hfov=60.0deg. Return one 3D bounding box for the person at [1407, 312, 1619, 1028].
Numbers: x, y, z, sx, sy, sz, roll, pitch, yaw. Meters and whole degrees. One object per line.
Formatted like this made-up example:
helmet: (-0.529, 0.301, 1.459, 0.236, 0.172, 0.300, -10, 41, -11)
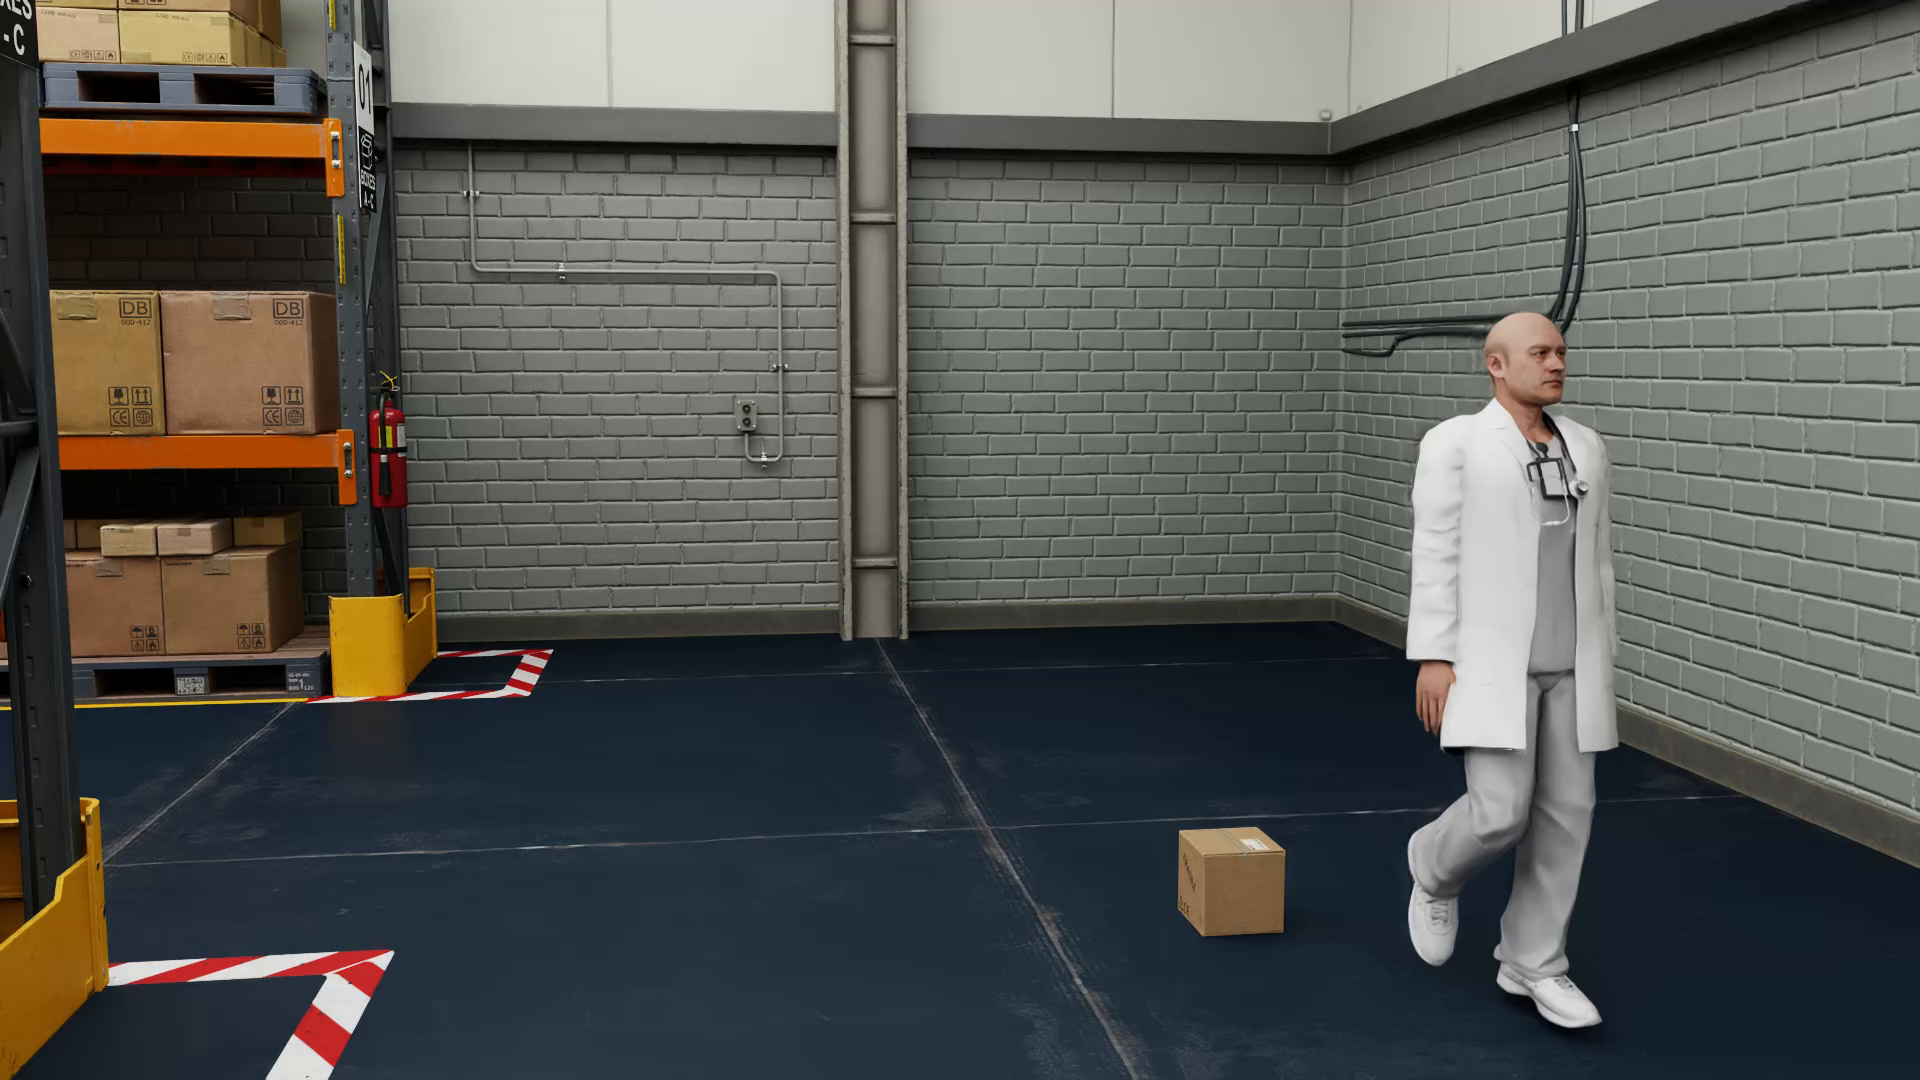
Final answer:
person: (1.417, 0.308, 4.262, 0.600, 1.770, 0.624, -2, 7, -14)
